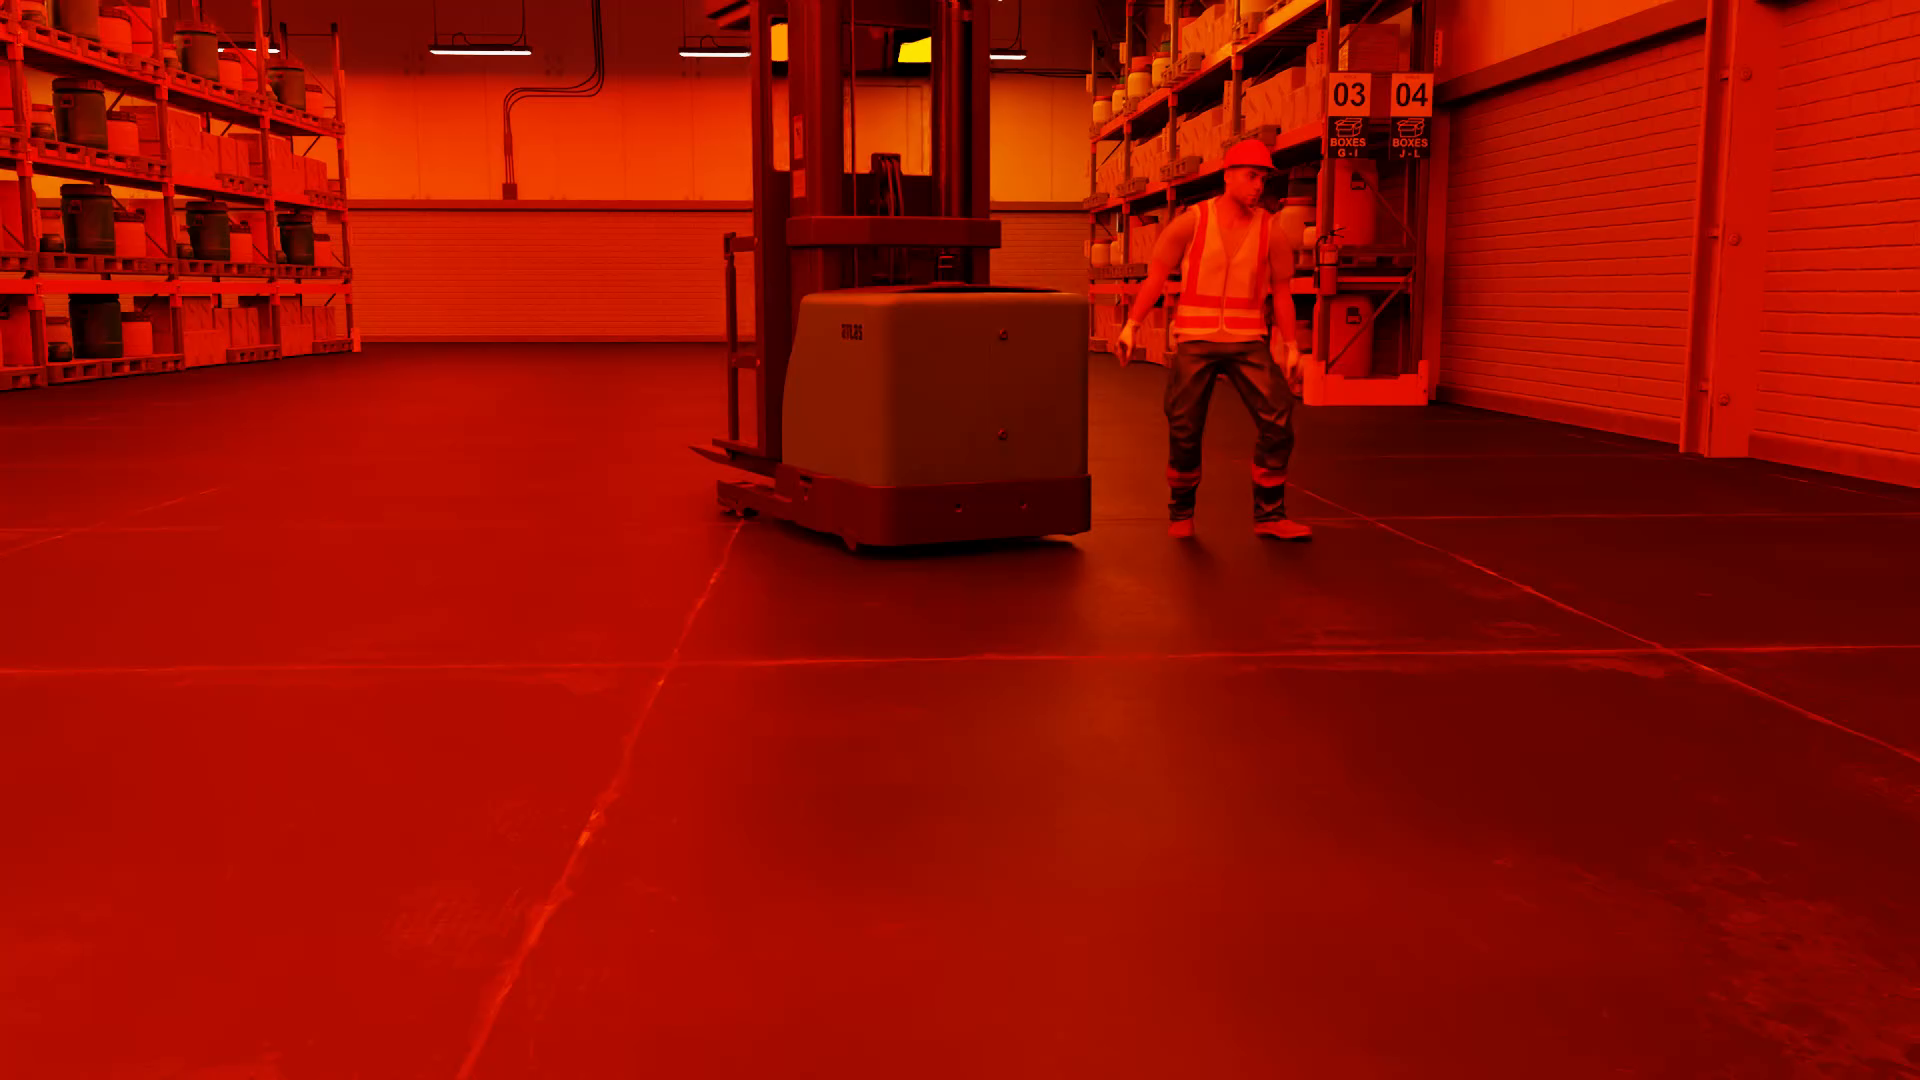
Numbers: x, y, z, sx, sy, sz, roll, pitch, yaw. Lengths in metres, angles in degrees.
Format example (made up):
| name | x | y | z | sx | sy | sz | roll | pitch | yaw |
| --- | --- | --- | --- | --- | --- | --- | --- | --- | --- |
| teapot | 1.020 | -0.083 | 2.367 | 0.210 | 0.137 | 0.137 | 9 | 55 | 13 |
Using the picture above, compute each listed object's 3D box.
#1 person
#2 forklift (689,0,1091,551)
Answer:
| name | x | y | z | sx | sy | sz | roll | pitch | yaw |
| --- | --- | --- | --- | --- | --- | --- | --- | --- | --- |
| person | 1.121 | -0.852 | 7.297 | 0.866 | 1.752 | 0.472 | 1 | 8 | 5 |
| forklift | -0.548 | -1.581 | 7.982 | 1.130 | 2.935 | 3.031 | -4 | 9 | -26 |
